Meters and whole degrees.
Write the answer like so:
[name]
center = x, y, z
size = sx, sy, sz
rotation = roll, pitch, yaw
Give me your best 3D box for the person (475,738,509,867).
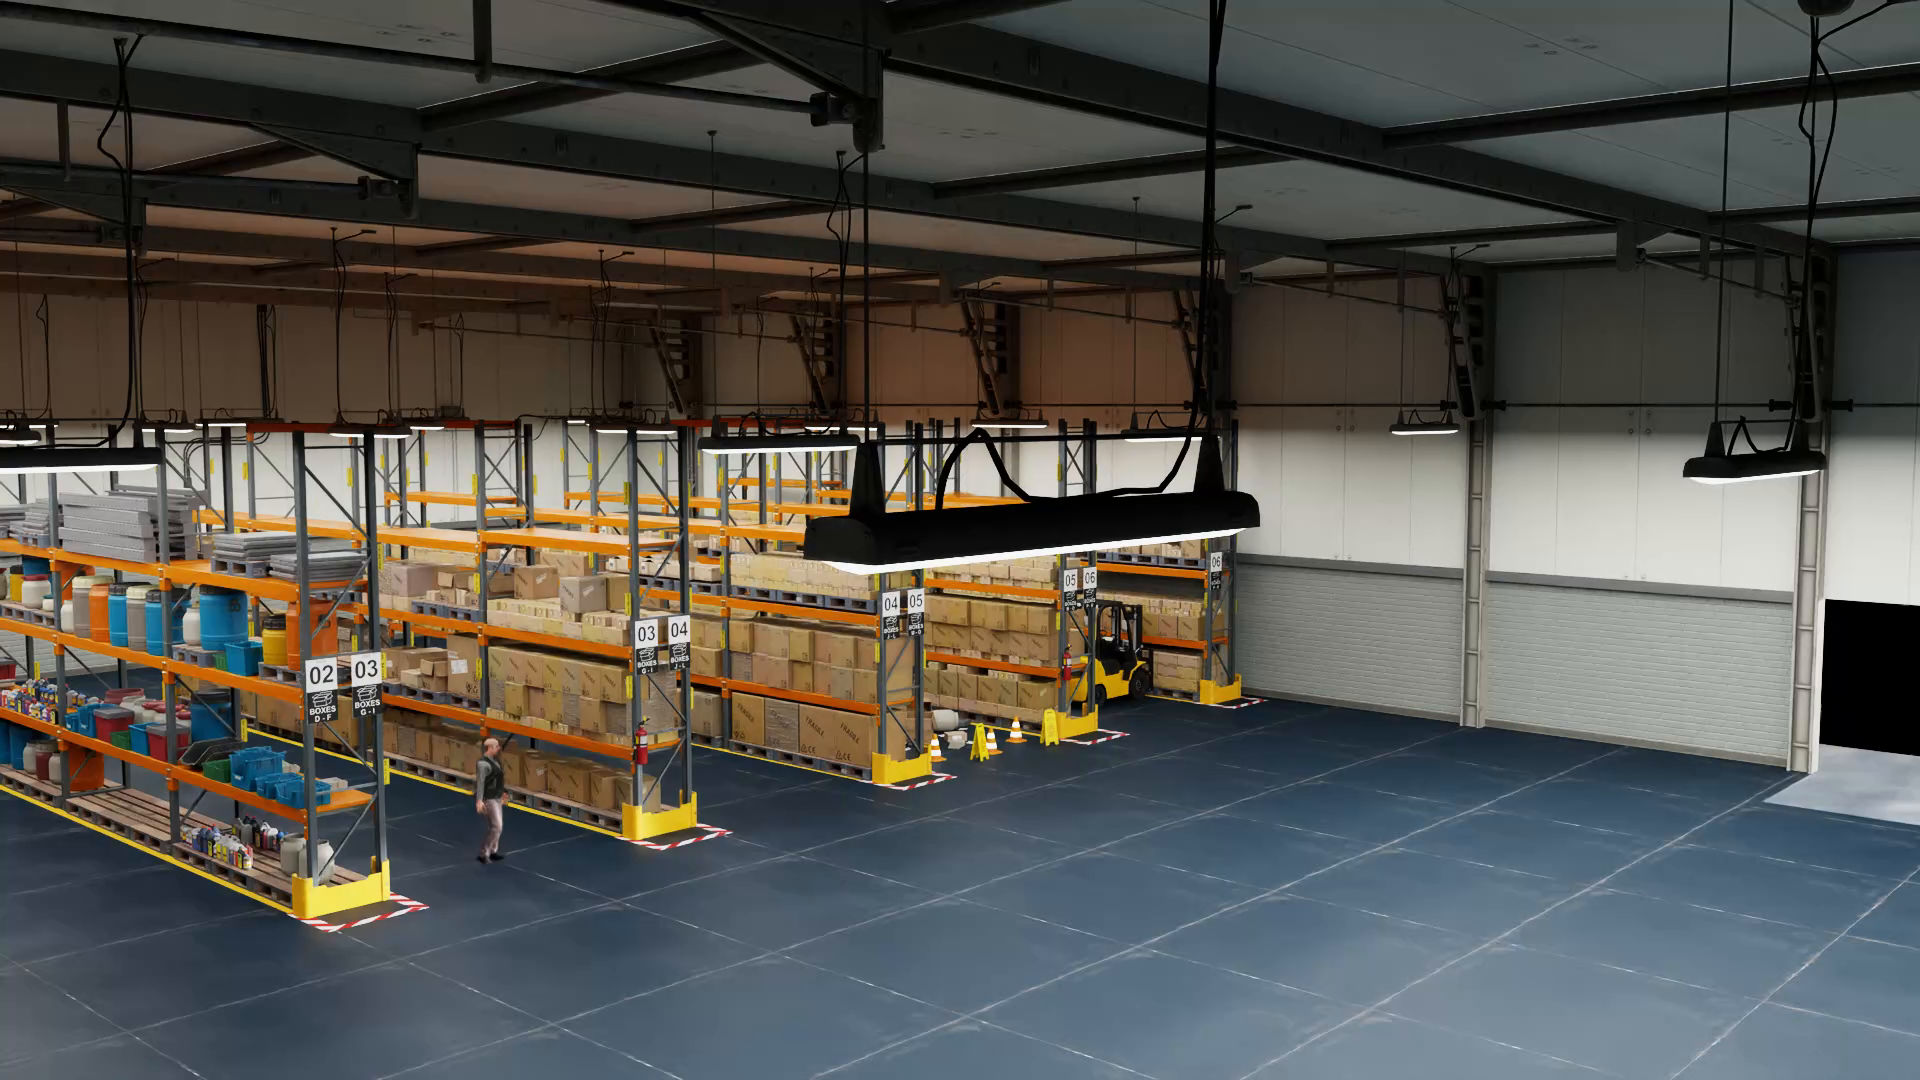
[person]
center = -6.503, 3.620, 23.056
size = 0.392, 1.753, 0.651
rotation = 0, 5, -1
